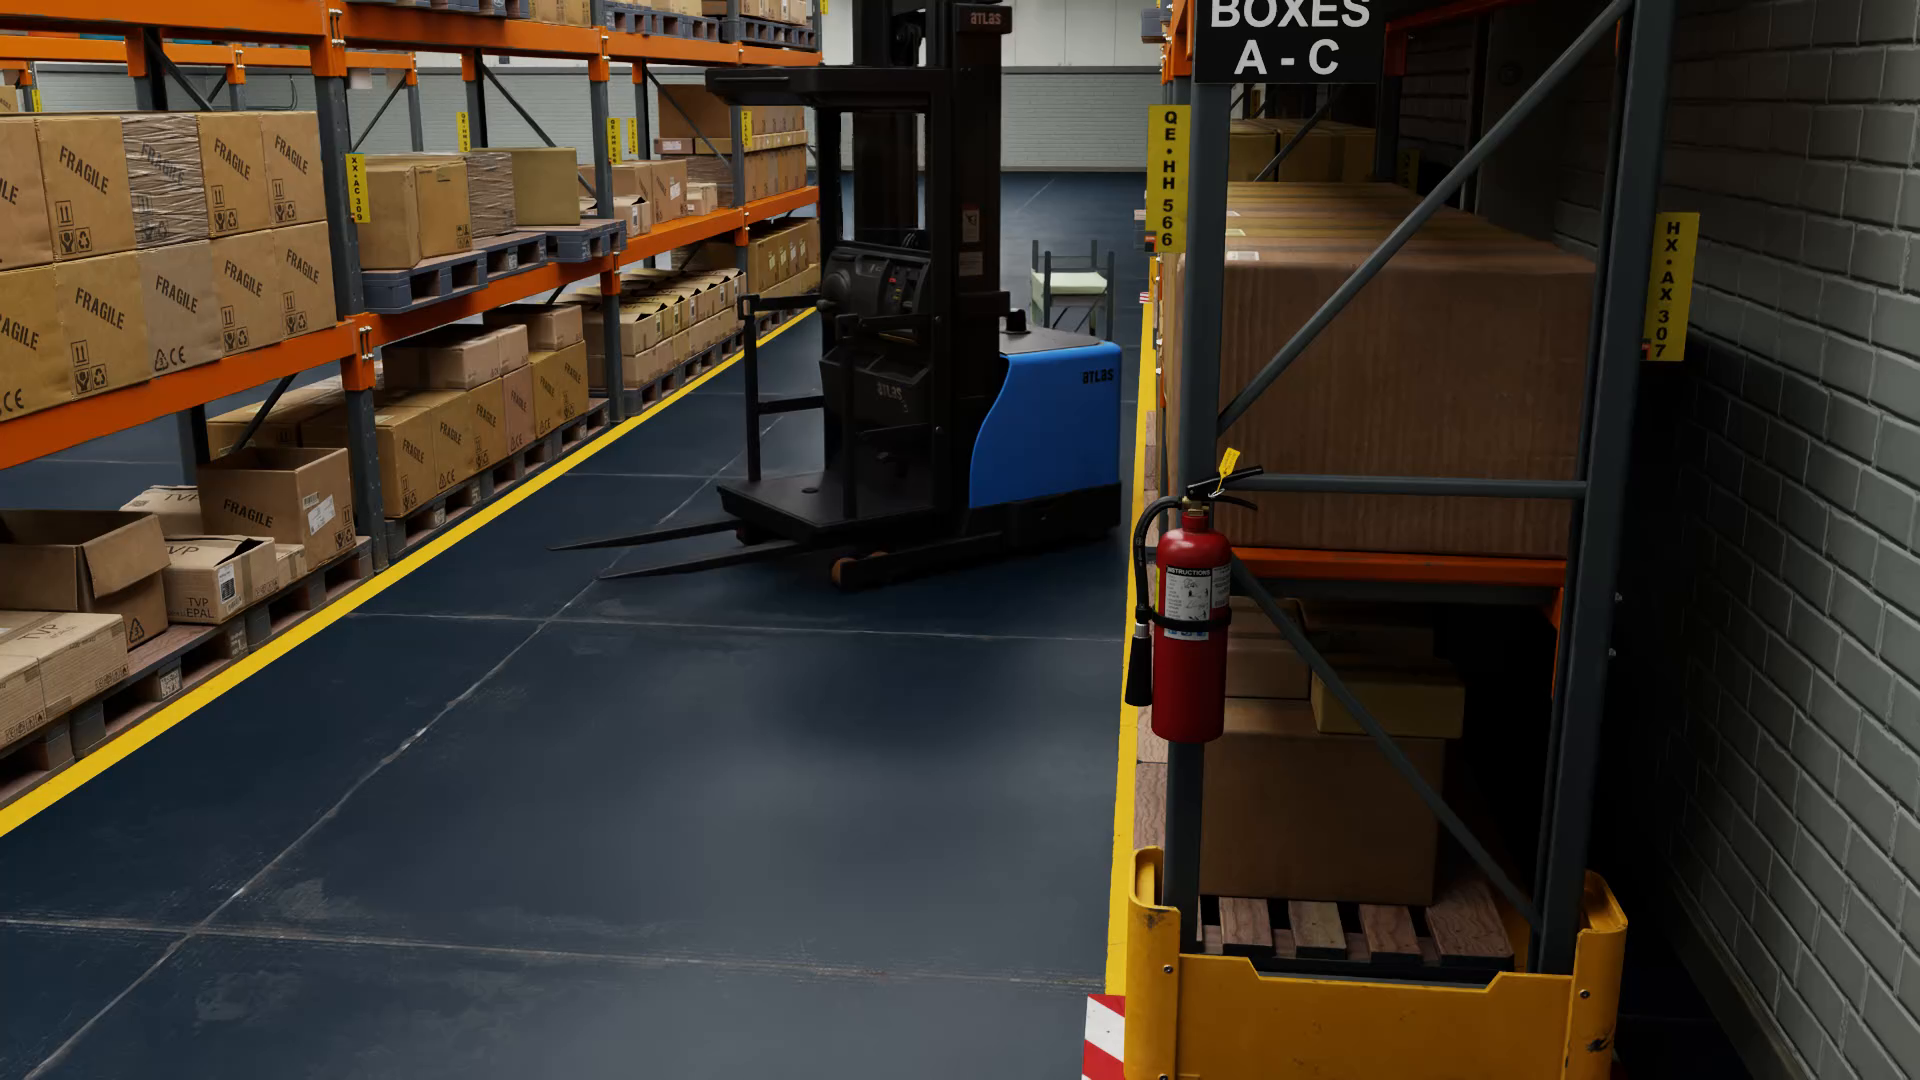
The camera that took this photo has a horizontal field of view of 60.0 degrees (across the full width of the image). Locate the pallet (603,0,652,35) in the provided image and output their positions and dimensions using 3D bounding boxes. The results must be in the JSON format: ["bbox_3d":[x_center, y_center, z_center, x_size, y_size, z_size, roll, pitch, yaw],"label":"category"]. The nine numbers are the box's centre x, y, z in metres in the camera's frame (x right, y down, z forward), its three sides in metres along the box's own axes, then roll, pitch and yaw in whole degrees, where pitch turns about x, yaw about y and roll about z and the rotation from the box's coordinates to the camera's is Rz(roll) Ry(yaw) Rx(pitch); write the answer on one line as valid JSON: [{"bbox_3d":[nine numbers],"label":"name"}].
[{"bbox_3d":[-3.023,-3.874,12.357,1.213,0.211,1.003,2,15,9],"label":"pallet"}]

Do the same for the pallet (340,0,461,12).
[{"bbox_3d":[-3.319,-2.825,8.477,1.213,0.211,1.003,2,15,6],"label":"pallet"}]

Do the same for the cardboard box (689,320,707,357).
[{"bbox_3d":[-2.494,-1.739,14.311,0.500,0.250,0.500,2,15,7],"label":"cardboard box"}]

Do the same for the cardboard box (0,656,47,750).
[{"bbox_3d":[-3.514,0.589,5.661,0.500,0.250,0.500,2,15,6],"label":"cardboard box"}]

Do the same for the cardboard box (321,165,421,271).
[{"bbox_3d":[-3.187,-1.668,8.589,0.700,0.500,0.500,-3,16,-13],"label":"cardboard box"}]

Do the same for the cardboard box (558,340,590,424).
[{"bbox_3d":[-2.884,-1.095,11.409,0.500,0.500,0.500,2,15,8],"label":"cardboard box"}]

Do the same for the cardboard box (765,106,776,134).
[{"bbox_3d":[-2.346,-4.556,17.588,0.700,0.500,0.500,2,15,6],"label":"cardboard box"}]

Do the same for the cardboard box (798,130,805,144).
[{"bbox_3d":[-1.991,-4.602,19.000,0.380,0.149,0.250,2,15,8],"label":"cardboard box"}]

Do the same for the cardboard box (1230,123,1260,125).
[{"bbox_3d":[1.440,-2.245,9.481,0.500,0.250,0.500,1,15,5],"label":"cardboard box"}]

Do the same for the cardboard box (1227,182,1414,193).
[{"bbox_3d":[1.382,-1.161,7.133,0.980,0.700,0.700,2,15,7],"label":"cardboard box"}]

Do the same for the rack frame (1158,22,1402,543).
[{"bbox_3d":[1.460,-1.156,7.690,1.000,3.000,0.127,2,15,6],"label":"rack frame"}]

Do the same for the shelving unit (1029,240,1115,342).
[{"bbox_3d":[0.666,-1.032,10.104,0.431,1.500,0.755,-1,15,-3],"label":"shelving unit"}]

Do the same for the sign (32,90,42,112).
[{"bbox_3d":[-11.402,-5.396,20.547,0.100,0.325,0.005,2,15,6],"label":"sign"}]

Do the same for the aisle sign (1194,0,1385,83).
[{"bbox_3d":[0.702,-1.364,3.478,0.394,0.787,0.004,2,15,6],"label":"aisle sign"}]

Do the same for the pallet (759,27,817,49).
[{"bbox_3d":[-2.214,-5.636,18.681,1.003,0.211,1.213,2,15,6],"label":"pallet"}]

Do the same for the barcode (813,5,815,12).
[{"bbox_3d":[-1.663,-6.049,18.927,0.001,0.075,0.075,2,15,6],"label":"barcode"}]

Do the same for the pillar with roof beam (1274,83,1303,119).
[{"bbox_3d":[-0.683,-7.084,18.121,9.100,9.000,0.400,2,15,6],"label":"pillar with roof beam"}]

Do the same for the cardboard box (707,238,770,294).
[{"bbox_3d":[-2.196,-2.724,16.517,0.500,0.500,0.500,2,15,6],"label":"cardboard box"}]

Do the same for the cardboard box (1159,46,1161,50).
[{"bbox_3d":[2.432,-5.557,17.988,0.500,0.500,0.500,3,15,10],"label":"cardboard box"}]

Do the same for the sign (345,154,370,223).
[{"bbox_3d":[-2.923,-1.705,8.062,0.100,0.325,0.005,2,15,6],"label":"sign"}]

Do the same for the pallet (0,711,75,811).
[{"bbox_3d":[-3.816,0.856,5.591,1.003,0.211,1.213,2,15,6],"label":"pallet"}]

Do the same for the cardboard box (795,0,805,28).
[{"bbox_3d":[-2.178,-6.032,18.708,0.797,0.503,0.637,3,15,10],"label":"cardboard box"}]

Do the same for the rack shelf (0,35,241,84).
[{"bbox_3d":[-7.707,-4.105,14.227,1.077,0.370,4.000,2,15,6],"label":"rack shelf"}]

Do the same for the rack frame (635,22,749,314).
[{"bbox_3d":[-2.560,-3.376,15.900,1.000,3.000,0.127,2,15,6],"label":"rack frame"}]

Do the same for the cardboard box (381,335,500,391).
[{"bbox_3d":[-3.053,-1.046,9.794,0.500,0.250,0.500,2,15,6],"label":"cardboard box"}]

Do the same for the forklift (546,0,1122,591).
[{"bbox_3d":[-0.607,-1.320,8.428,3.031,2.935,1.130,-10,18,-34],"label":"forklift"}]

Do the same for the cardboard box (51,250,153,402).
[{"bbox_3d":[-3.431,-0.813,6.229,0.500,0.500,0.500,2,15,7],"label":"cardboard box"}]

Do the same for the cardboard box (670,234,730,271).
[{"bbox_3d":[-2.657,-2.869,17.053,0.500,0.500,0.500,2,15,6],"label":"cardboard box"}]

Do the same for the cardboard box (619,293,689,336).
[{"bbox_3d":[-2.550,-1.880,13.758,0.500,0.311,0.500,1,15,5],"label":"cardboard box"}]

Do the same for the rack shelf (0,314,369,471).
[{"bbox_3d":[-3.688,-0.435,6.402,1.077,0.370,4.000,2,15,6],"label":"rack shelf"}]

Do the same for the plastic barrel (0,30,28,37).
[{"bbox_3d":[-7.624,-4.382,12.913,0.600,0.901,0.600,0,15,0],"label":"plastic barrel"}]

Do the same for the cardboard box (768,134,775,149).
[{"bbox_3d":[-2.166,-4.203,17.525,0.380,0.149,0.250,2,15,6],"label":"cardboard box"}]

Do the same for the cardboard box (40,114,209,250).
[{"bbox_3d":[-3.375,-1.429,6.595,0.500,0.500,0.500,2,15,7],"label":"cardboard box"}]

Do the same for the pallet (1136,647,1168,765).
[{"bbox_3d":[1.161,0.702,6.160,1.003,0.211,1.213,2,15,6],"label":"pallet"}]

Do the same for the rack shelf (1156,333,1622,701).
[{"bbox_3d":[1.234,-0.290,5.866,1.077,0.370,4.000,2,15,6],"label":"rack shelf"}]

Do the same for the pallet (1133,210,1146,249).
[{"bbox_3d":[1.886,-2.289,12.247,1.213,0.211,1.003,2,15,6],"label":"pallet"}]

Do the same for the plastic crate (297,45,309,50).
[{"bbox_3d":[-7.033,-5.270,17.563,0.336,0.188,0.450,2,15,6],"label":"plastic crate"}]

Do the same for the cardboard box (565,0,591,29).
[{"bbox_3d":[-3.027,-3.720,11.236,0.910,0.500,0.500,2,15,6],"label":"cardboard box"}]

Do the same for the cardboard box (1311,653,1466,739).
[{"bbox_3d":[1.173,0.426,4.581,0.380,0.149,0.250,2,15,7],"label":"cardboard box"}]

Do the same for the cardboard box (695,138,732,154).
[{"bbox_3d":[-2.337,-3.801,16.039,0.380,0.149,0.250,2,15,6],"label":"cardboard box"}]

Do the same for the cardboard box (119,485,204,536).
[{"bbox_3d":[-3.725,-0.113,8.141,0.500,0.311,0.500,2,15,6],"label":"cardboard box"}]

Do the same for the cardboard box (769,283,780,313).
[{"bbox_3d":[-2.145,-2.492,17.095,0.500,0.250,0.500,2,15,6],"label":"cardboard box"}]

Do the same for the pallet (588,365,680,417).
[{"bbox_3d":[-2.880,-1.205,13.212,1.003,0.211,1.213,2,15,6],"label":"pallet"}]

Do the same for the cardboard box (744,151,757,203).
[{"bbox_3d":[-2.463,-3.676,16.820,0.700,0.500,0.500,2,15,6],"label":"cardboard box"}]

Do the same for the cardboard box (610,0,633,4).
[{"bbox_3d":[-2.899,-4.320,13.130,0.500,0.250,0.500,1,15,5],"label":"cardboard box"}]

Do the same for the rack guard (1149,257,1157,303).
[{"bbox_3d":[2.805,-3.042,19.454,1.175,0.500,0.348,2,15,6],"label":"rack guard"}]

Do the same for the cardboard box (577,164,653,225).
[{"bbox_3d":[-2.838,-2.822,13.661,0.500,0.500,0.500,1,15,3],"label":"cardboard box"}]

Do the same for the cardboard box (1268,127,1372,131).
[{"bbox_3d":[1.823,-1.967,8.453,0.500,0.250,0.500,2,15,7],"label":"cardboard box"}]

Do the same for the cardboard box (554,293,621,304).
[{"bbox_3d":[-3.085,-1.893,13.806,0.500,0.311,0.500,2,15,6],"label":"cardboard box"}]
